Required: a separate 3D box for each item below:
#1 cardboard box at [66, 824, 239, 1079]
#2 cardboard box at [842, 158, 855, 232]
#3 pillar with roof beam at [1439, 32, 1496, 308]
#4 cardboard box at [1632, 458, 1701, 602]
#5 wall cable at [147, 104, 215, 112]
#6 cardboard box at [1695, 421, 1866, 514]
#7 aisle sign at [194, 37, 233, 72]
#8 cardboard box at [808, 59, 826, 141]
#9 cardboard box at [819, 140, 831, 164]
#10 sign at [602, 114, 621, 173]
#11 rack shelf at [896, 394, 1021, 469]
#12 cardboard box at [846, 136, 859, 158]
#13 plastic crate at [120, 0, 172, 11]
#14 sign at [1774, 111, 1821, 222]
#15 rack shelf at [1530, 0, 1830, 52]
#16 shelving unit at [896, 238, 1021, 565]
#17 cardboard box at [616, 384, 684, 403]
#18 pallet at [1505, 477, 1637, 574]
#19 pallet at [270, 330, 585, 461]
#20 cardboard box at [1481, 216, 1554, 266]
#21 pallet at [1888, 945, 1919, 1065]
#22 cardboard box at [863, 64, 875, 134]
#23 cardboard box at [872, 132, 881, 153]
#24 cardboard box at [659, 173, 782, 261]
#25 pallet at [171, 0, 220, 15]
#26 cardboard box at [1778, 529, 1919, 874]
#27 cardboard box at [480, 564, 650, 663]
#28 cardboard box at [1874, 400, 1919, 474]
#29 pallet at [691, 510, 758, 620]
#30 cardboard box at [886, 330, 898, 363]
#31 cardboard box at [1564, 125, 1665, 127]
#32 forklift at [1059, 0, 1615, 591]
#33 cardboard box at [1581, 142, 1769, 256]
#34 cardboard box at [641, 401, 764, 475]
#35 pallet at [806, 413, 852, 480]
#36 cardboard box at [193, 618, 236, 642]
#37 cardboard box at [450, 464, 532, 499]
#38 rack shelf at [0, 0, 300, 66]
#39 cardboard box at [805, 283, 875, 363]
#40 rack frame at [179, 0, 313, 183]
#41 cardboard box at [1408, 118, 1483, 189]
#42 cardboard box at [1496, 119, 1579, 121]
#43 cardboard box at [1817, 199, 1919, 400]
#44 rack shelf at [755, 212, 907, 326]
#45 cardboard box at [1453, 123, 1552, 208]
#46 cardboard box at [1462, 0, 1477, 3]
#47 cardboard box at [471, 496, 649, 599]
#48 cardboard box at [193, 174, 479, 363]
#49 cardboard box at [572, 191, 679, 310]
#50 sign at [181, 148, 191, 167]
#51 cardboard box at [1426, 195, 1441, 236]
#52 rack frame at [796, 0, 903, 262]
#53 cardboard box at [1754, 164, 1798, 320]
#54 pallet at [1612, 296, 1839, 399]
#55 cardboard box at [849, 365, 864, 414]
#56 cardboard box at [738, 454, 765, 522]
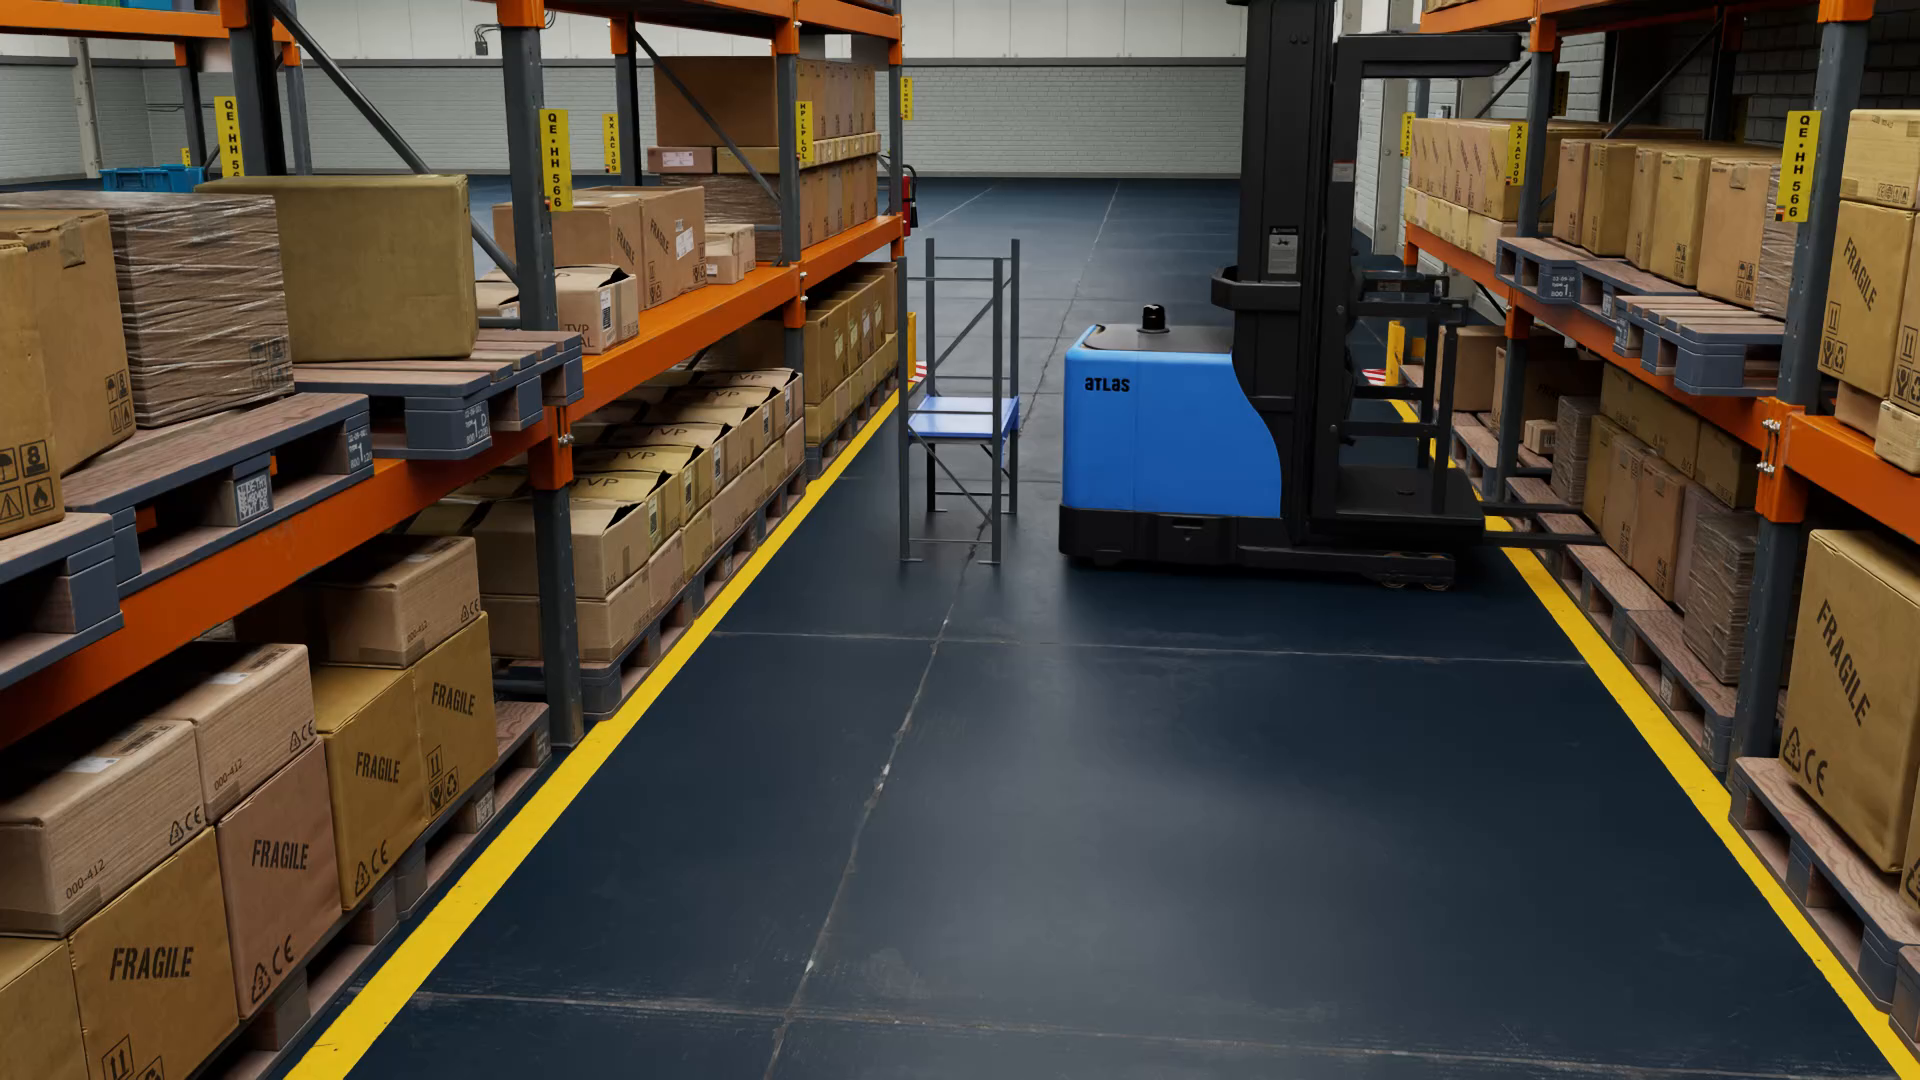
[{"bbox_3d":[-1.904,0.913,3.484,0.500,0.500,0.500,2,15,7],"label":"cardboard box"},{"bbox_3d":[-1.141,-2.470,11.857,0.700,0.500,0.500,2,15,7],"label":"cardboard box"},{"bbox_3d":[1.143,-7.034,17.435,9.100,9.000,0.400,2,15,6],"label":"pillar with roof beam"},{"bbox_3d":[3.292,-0.041,7.013,0.700,0.500,0.500,2,15,6],"label":"cardboard box"},{"bbox_3d":[-21.523,-13.286,46.504,3.097,2.526,0.112,2,15,6],"label":"wall cable"},{"bbox_3d":[3.217,-0.289,6.494,0.500,0.250,0.500,2,15,7],"label":"cardboard box"},{"bbox_3d":[-6.163,-4.236,13.601,0.394,0.787,0.004,2,15,6],"label":"aisle sign"},{"bbox_3d":[-1.254,-2.820,10.668,0.700,0.500,0.500,2,15,6],"label":"cardboard box"},{"bbox_3d":[-1.046,-2.529,10.835,0.380,0.149,0.250,1,15,5],"label":"cardboard box"},{"bbox_3d":[-1.962,-2.242,9.395,0.100,0.325,0.005,2,15,6],"label":"sign"},{"bbox_3d":[0.010,-0.572,8.595,0.538,0.185,1.000,2,15,6],"label":"rack shelf"},{"bbox_3d":[-0.930,-2.796,11.822,0.380,0.149,0.250,2,15,8],"label":"cardboard box"},{"bbox_3d":[-5.796,-3.891,11.588,0.392,0.384,0.575,2,15,6],"label":"plastic crate"},{"bbox_3d":[2.520,-1.121,4.996,0.100,0.325,0.005,2,15,6],"label":"sign"},{"bbox_3d":[3.286,-2.207,6.707,1.077,0.370,4.000,2,15,6],"label":"rack shelf"},{"bbox_3d":[0.010,-0.746,8.548,0.538,1.500,1.048,2,15,6],"label":"shelving unit"},{"bbox_3d":[-1.766,-0.686,8.841,0.500,0.311,0.500,2,15,6],"label":"cardboard box"},{"bbox_3d":[3.426,-0.076,8.540,1.003,0.211,1.213,2,15,6],"label":"pallet"},{"bbox_3d":[-1.869,-0.462,4.990,1.213,0.211,1.003,2,15,6],"label":"pallet"},{"bbox_3d":[3.264,-1.694,9.428,0.500,0.250,0.500,2,15,6],"label":"cardboard box"},{"bbox_3d":[2.757,1.277,3.536,1.003,0.211,1.213,2,15,6],"label":"pallet"},{"bbox_3d":[-1.030,-3.347,12.617,0.700,0.500,0.500,2,15,6],"label":"cardboard box"},{"bbox_3d":[-0.813,-3.064,12.811,0.380,0.149,0.250,1,15,5],"label":"cardboard box"},{"bbox_3d":[-1.367,-1.933,9.873,0.700,0.500,0.500,1,15,5],"label":"cardboard box"},{"bbox_3d":[-6.071,-4.099,12.689,1.003,0.211,1.213,2,15,6],"label":"pallet"},{"bbox_3d":[2.847,0.435,4.621,0.750,0.750,0.750,1,15,6],"label":"cardboard box"},{"bbox_3d":[-1.511,0.265,6.397,0.500,0.250,0.500,2,15,6],"label":"cardboard box"},{"bbox_3d":[2.642,-0.265,4.340,0.380,0.149,0.250,2,15,8],"label":"cardboard box"},{"bbox_3d":[-1.590,0.086,7.939,1.003,0.211,1.213,2,15,6],"label":"pallet"},{"bbox_3d":[-0.726,-1.535,13.054,0.500,0.250,0.500,2,15,6],"label":"cardboard box"},{"bbox_3d":[3.835,-2.174,9.766,0.500,0.500,0.500,2,15,6],"label":"cardboard box"},{"bbox_3d":[2.056,-1.328,7.959,3.031,2.935,1.130,3,15,11],"label":"forklift"},{"bbox_3d":[3.350,-1.609,7.833,0.700,0.500,0.500,3,15,12],"label":"cardboard box"},{"bbox_3d":[-1.282,-0.538,8.292,0.500,0.311,0.500,2,15,6],"label":"cardboard box"},{"bbox_3d":[-1.279,-0.628,10.582,1.003,0.211,1.213,2,15,6],"label":"pallet"},{"bbox_3d":[-2.251,0.508,4.983,0.500,0.500,0.500,1,15,4],"label":"cardboard box"},{"bbox_3d":[-1.995,-0.156,6.882,0.500,0.311,0.500,1,15,5],"label":"cardboard box"},{"bbox_3d":[-6.106,-3.536,11.623,1.077,0.370,4.000,2,15,6],"label":"rack shelf"},{"bbox_3d":[-0.880,-1.507,11.515,0.500,0.500,0.500,2,15,6],"label":"cardboard box"},{"bbox_3d":[-5.880,-2.954,13.839,1.000,3.000,0.127,2,15,6],"label":"rack frame"},{"bbox_3d":[3.611,-2.846,12.254,0.500,0.500,0.500,2,15,6],"label":"cardboard box"},{"bbox_3d":[4.055,-2.702,11.722,0.500,0.500,0.500,2,15,7],"label":"cardboard box"},{"bbox_3d":[2.752,-0.670,4.594,0.500,0.500,0.500,2,15,8],"label":"cardboard box"},{"bbox_3d":[-1.185,-1.941,11.472,1.077,0.370,4.000,2,15,6],"label":"rack shelf"},{"bbox_3d":[3.376,-2.315,10.291,0.500,0.500,0.500,1,15,5],"label":"cardboard box"},{"bbox_3d":[3.487,-3.676,10.533,0.500,0.500,0.500,3,15,10],"label":"cardboard box"},{"bbox_3d":[-1.511,-0.005,6.324,0.500,0.311,0.500,2,15,8],"label":"cardboard box"},{"bbox_3d":[-1.821,-0.816,4.939,0.700,0.500,0.500,-3,16,-13],"label":"cardboard box"},{"bbox_3d":[-1.629,-1.352,7.726,0.500,0.500,0.500,2,15,6],"label":"cardboard box"},{"bbox_3d":[-6.427,-3.105,13.867,0.100,0.325,0.005,2,15,6],"label":"sign"},{"bbox_3d":[3.485,-2.215,11.356,0.500,0.250,0.500,1,15,5],"label":"cardboard box"},{"bbox_3d":[-0.959,-2.807,13.296,1.000,3.000,0.127,2,15,6],"label":"rack frame"},{"bbox_3d":[3.104,-0.970,5.468,0.700,0.500,0.500,0,15,0],"label":"cardboard box"},{"bbox_3d":[3.035,-0.682,5.807,1.213,0.211,1.003,2,15,6],"label":"pallet"},{"bbox_3d":[-0.934,-1.015,11.133,0.500,0.250,0.500,2,15,6],"label":"cardboard box"},{"bbox_3d":[-1.285,-0.265,8.358,0.500,0.250,0.500,2,15,8],"label":"cardboard box"}]
